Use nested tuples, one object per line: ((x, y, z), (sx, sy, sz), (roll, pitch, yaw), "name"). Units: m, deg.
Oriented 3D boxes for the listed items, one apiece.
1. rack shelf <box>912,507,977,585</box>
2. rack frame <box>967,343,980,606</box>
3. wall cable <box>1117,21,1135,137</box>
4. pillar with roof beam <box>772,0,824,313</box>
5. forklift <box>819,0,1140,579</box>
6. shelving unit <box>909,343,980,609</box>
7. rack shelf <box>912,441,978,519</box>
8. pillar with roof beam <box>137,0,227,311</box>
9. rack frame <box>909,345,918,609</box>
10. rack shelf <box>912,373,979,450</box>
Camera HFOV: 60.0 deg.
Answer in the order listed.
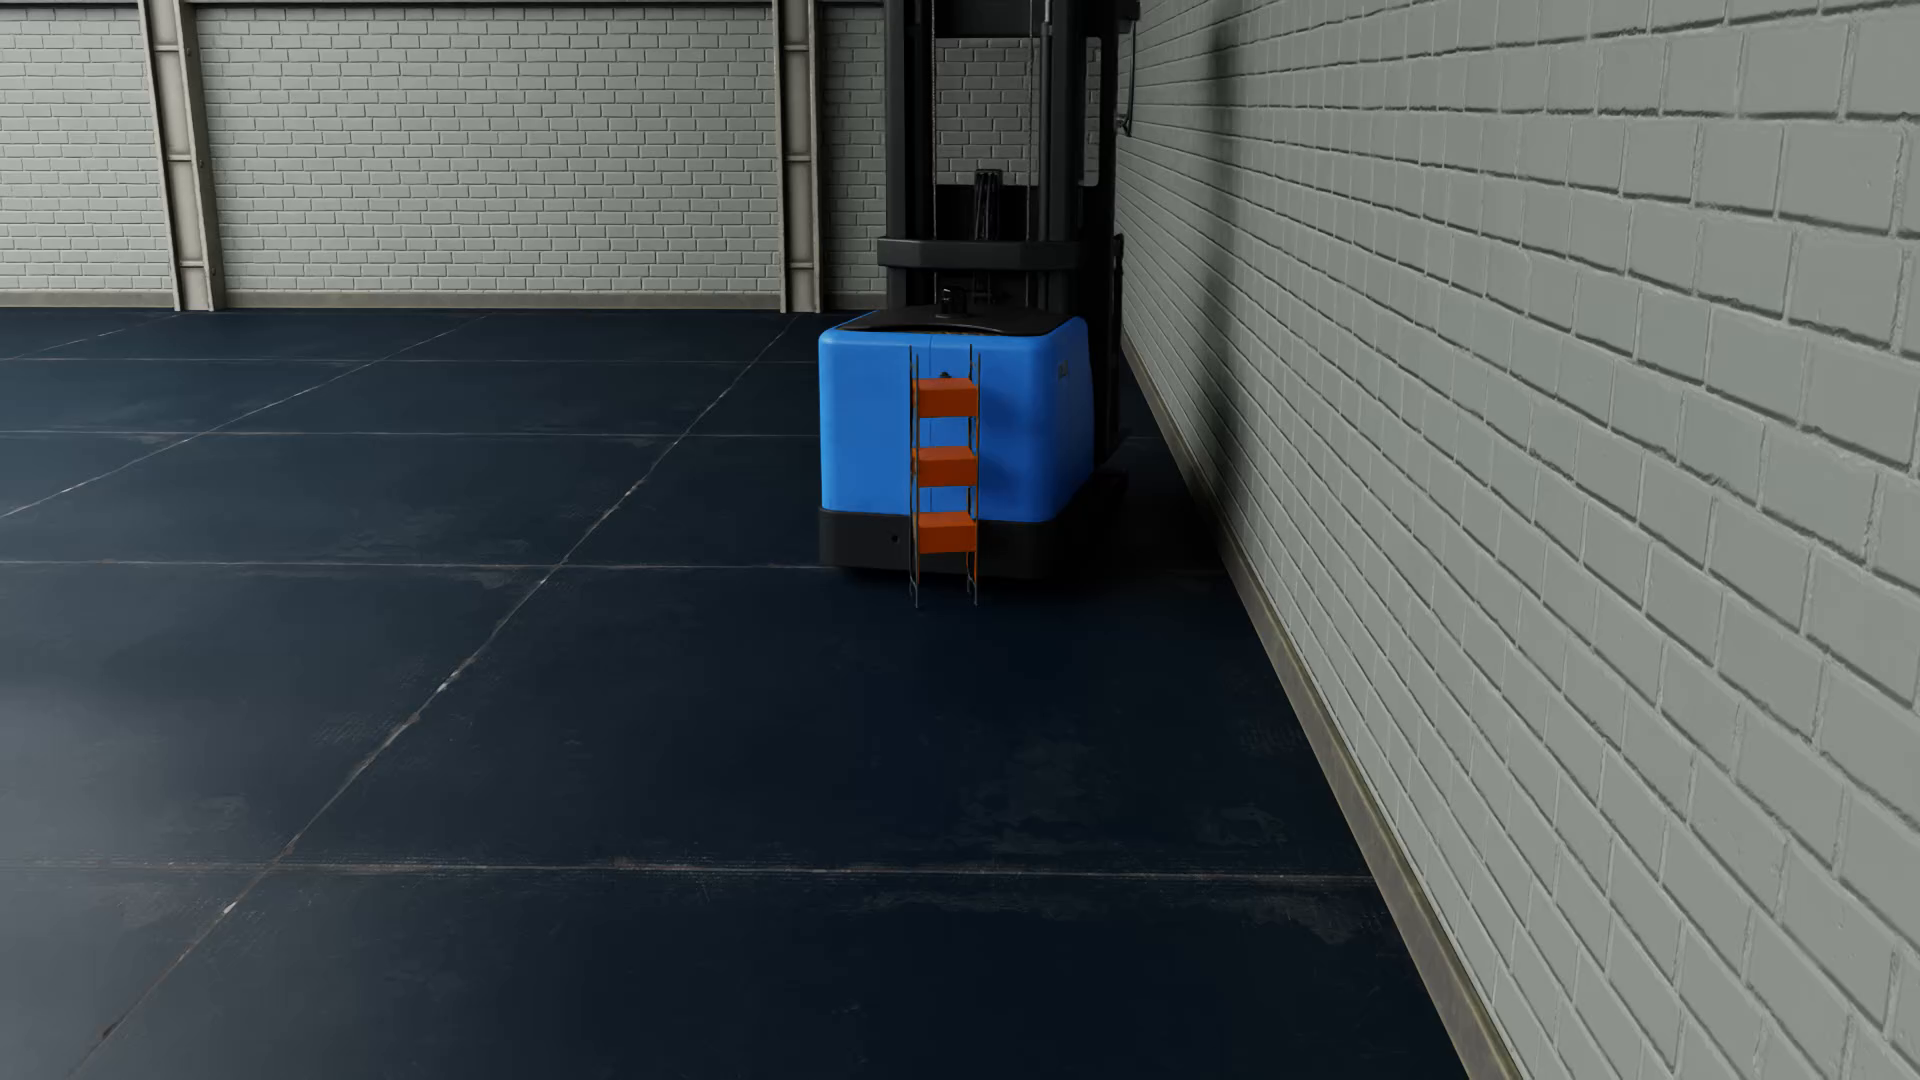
((-0.068, 0.021, 6.812), (0.240, 0.259, 0.215), (-3, 18, -9), "rack shelf")
((0.055, -0.260, 6.744), (0.008, 1.050, 0.200), (-3, 18, -9), "rack frame")
((1.357, -4.754, 14.307), (0.112, 2.526, 3.097), (0, 15, 1), "wall cable")
((-1.664, -5.514, 11.101), (0.400, 9.000, 9.100), (0, 15, 1), "pillar with roof beam")
((0.249, -1.585, 8.101), (1.130, 2.935, 3.031), (4, 15, 14), "forklift")
((-0.066, -0.254, 6.724), (0.252, 1.050, 0.215), (-3, 18, -9), "shelving unit")
((-0.066, -0.244, 6.727), (0.240, 0.259, 0.215), (-3, 18, -9), "rack shelf")
((-7.662, -5.553, 11.249), (0.400, 9.000, 9.100), (0, 15, 1), "pillar with roof beam")
((-0.186, -0.249, 6.704), (0.008, 1.050, 0.200), (-3, 18, -9), "rack frame")
((-0.064, -0.514, 6.641), (0.240, 0.259, 0.215), (-3, 18, -9), "rack shelf")
